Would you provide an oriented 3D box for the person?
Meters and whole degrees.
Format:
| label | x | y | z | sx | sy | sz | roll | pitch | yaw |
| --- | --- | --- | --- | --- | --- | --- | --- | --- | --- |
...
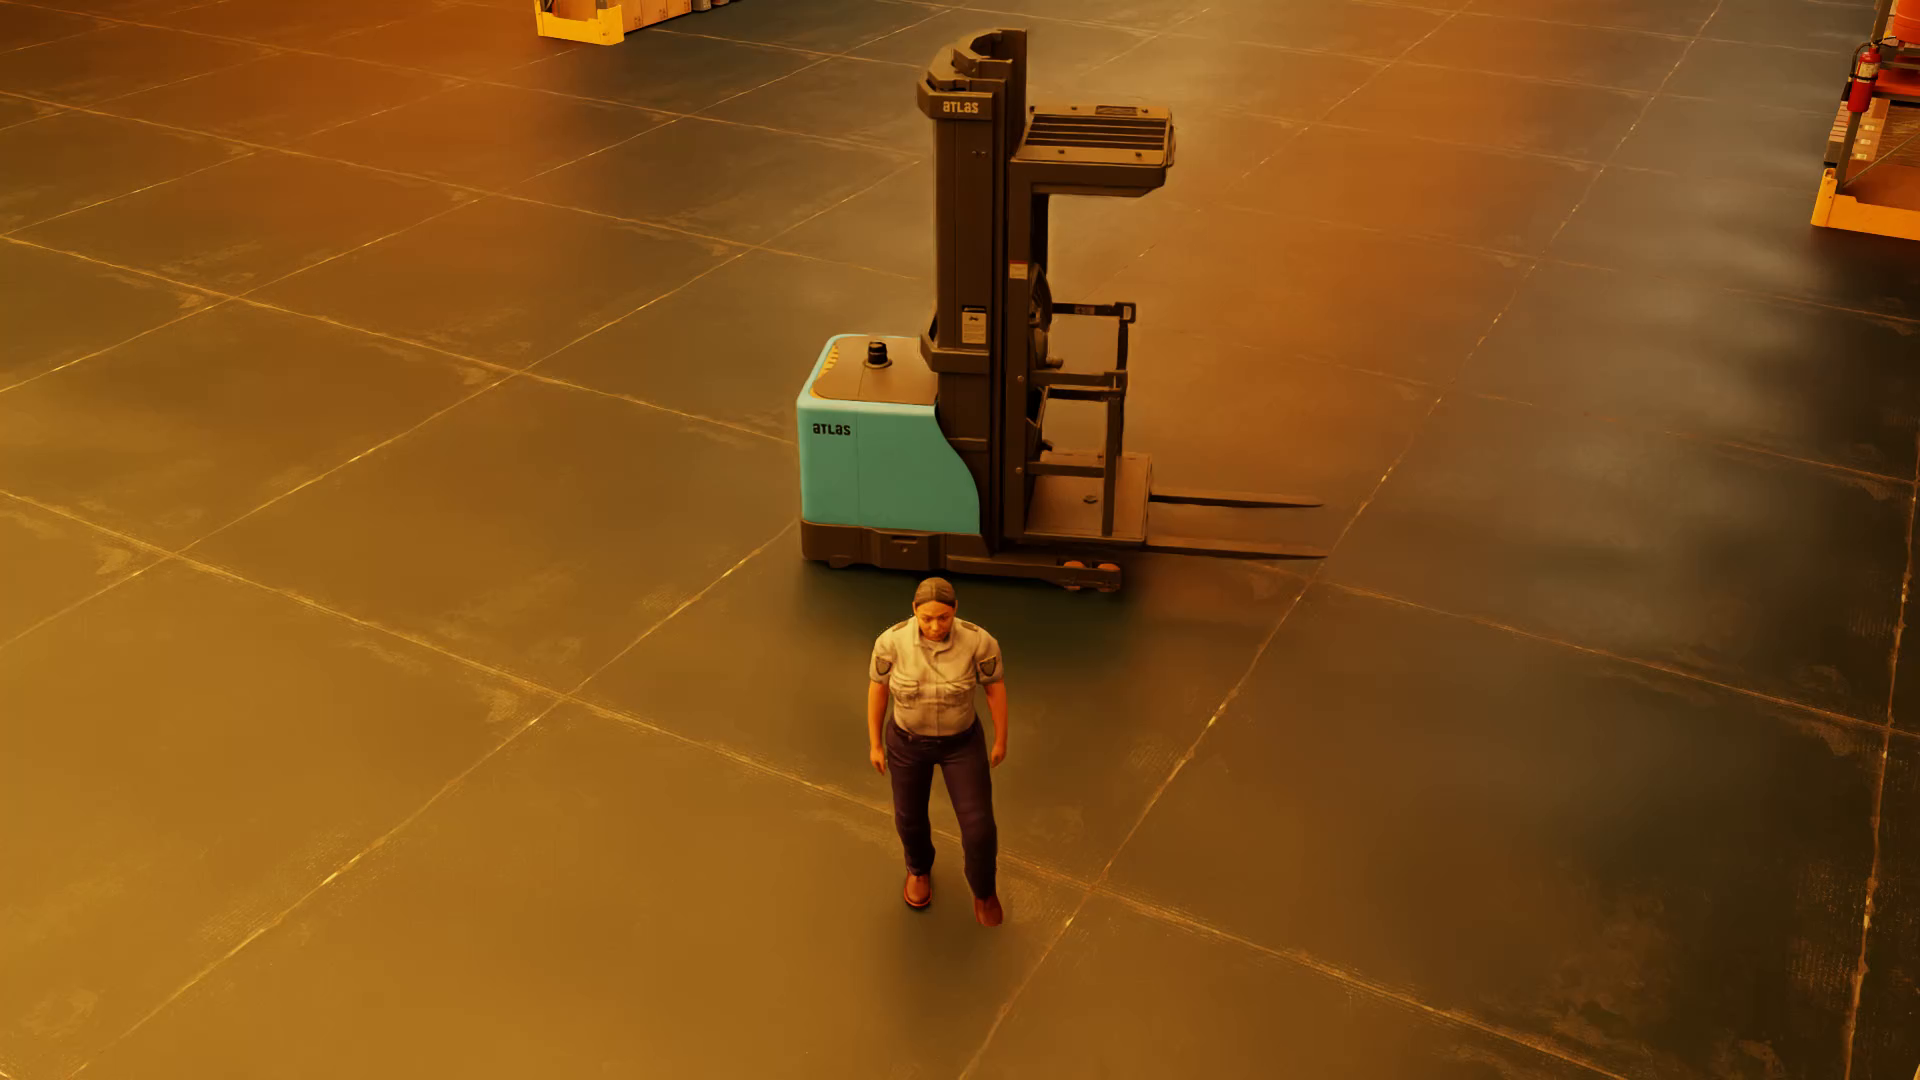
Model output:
| label | x | y | z | sx | sy | sz | roll | pitch | yaw |
| --- | --- | --- | --- | --- | --- | --- | --- | --- | --- |
| person | -0.095 | 0.894 | 6.877 | 0.578 | 1.678 | 0.478 | 1 | 30 | 2 |

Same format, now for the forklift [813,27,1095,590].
| label | x | y | z | sx | sy | sz | roll | pitch | yaw |
| --- | --- | --- | --- | --- | --- | --- | --- | --- | --- |
| forklift | 0.630 | -1.250 | 9.237 | 3.031 | 2.935 | 1.121 | 4 | 30 | 7 |
